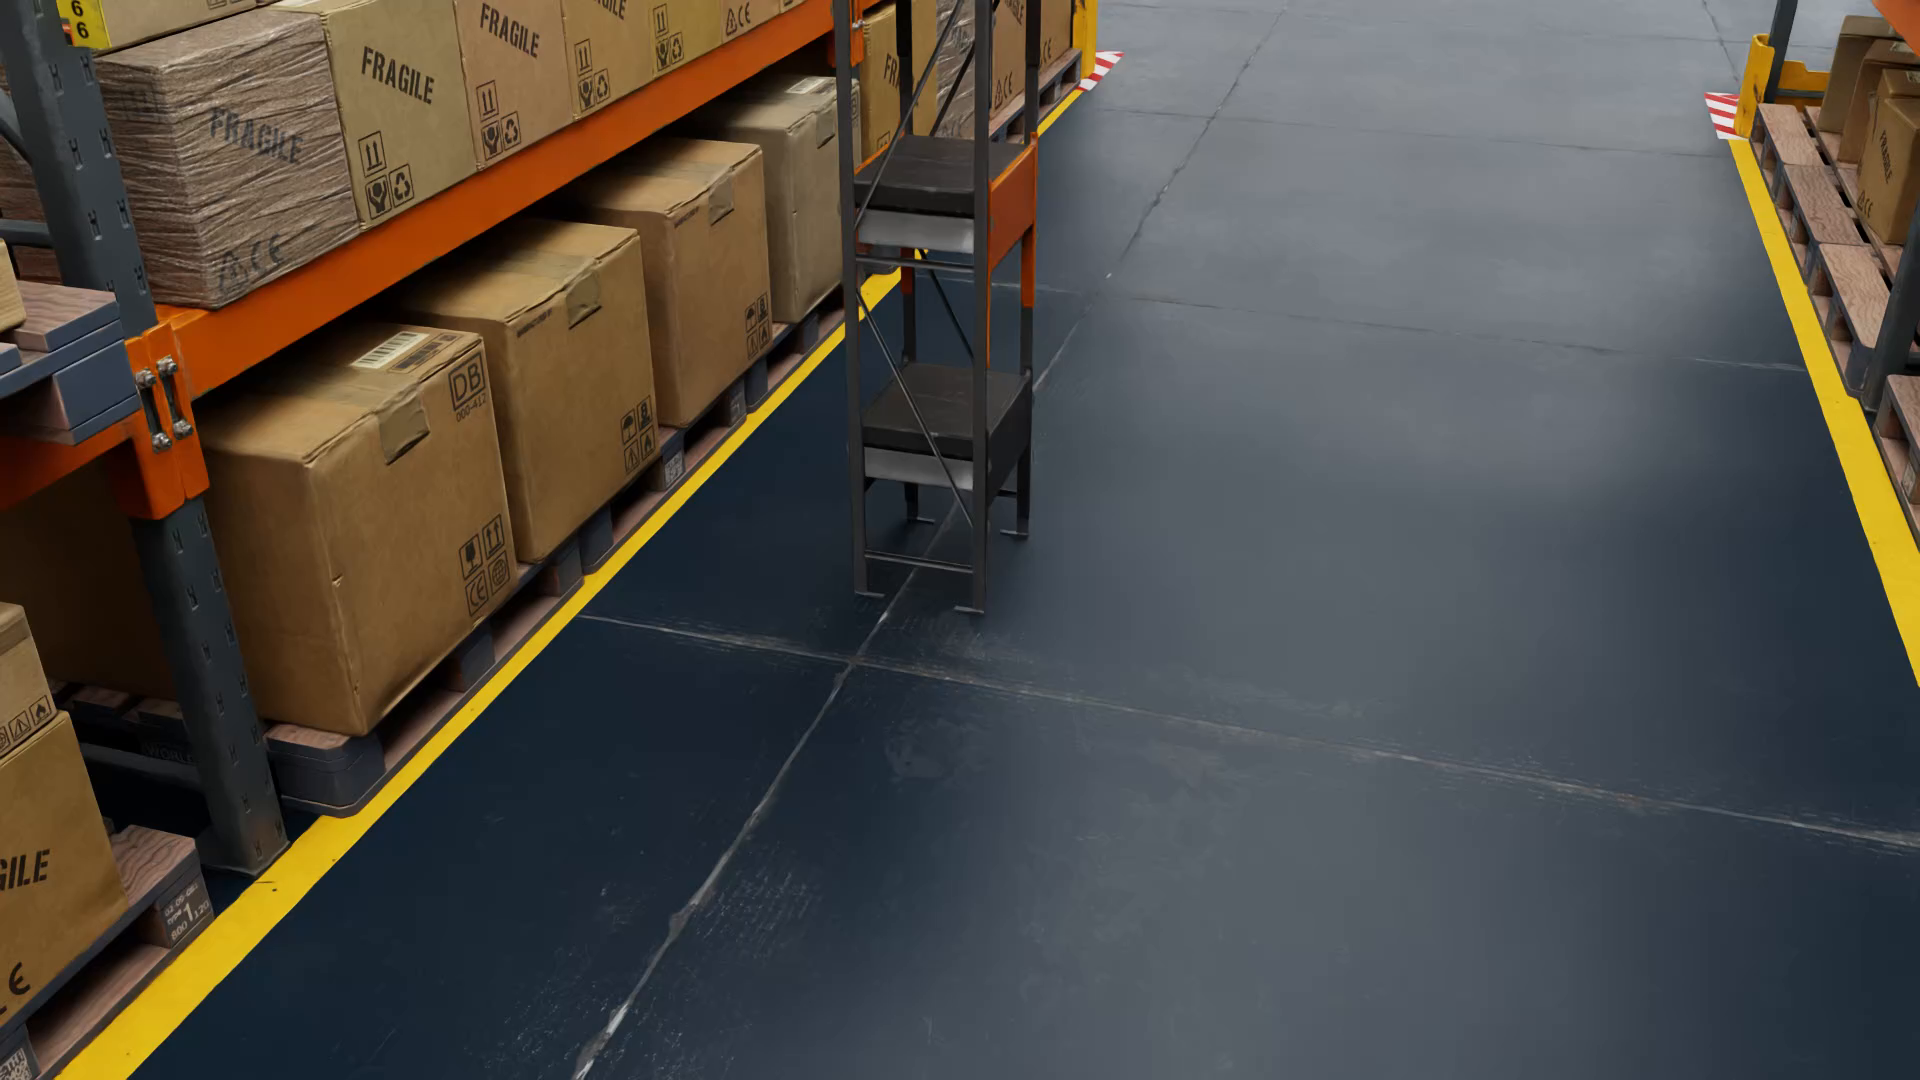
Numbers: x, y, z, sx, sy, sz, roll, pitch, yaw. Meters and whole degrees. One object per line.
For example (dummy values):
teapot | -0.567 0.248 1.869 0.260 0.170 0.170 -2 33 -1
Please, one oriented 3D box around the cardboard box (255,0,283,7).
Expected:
cardboard box | -1.793 -1.549 3.818 0.700 0.500 0.500 8 30 14

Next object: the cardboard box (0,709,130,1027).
cardboard box | -2.025 0.626 3.179 0.500 0.500 0.500 8 30 15

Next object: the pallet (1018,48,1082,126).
pallet | 0.106 -2.743 9.963 1.003 0.211 1.213 8 30 15

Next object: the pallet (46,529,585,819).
pallet | -1.778 0.237 4.607 1.003 0.211 1.213 8 30 15

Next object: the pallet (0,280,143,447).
pallet | -2.189 -0.196 2.714 1.213 0.211 1.003 8 30 15

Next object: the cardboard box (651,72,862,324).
cardboard box | -1.004 -1.384 6.535 1.050 0.750 0.750 8 30 15

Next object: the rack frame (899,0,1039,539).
rack frame | 0.023 -0.954 4.805 0.400 2.100 0.015 8 30 15

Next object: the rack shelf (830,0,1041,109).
rack shelf | -0.049 -1.440 4.268 0.431 0.518 0.480 8 30 15

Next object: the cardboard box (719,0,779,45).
cardboard box | -0.954 -2.013 5.681 0.500 0.500 0.500 8 30 14

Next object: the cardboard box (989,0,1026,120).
cardboard box | -0.126 -2.865 9.069 0.875 0.875 0.875 8 30 14

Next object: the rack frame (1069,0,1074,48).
rack frame | 0.266 -4.344 9.973 1.000 3.000 0.127 8 30 15

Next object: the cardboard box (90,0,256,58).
cardboard box | -1.941 -1.314 3.395 0.700 0.500 0.500 8 30 15

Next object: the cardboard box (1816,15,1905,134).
cardboard box | 4.779 -2.393 8.605 0.500 0.500 0.500 14 32 24

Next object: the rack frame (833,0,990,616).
rack frame | -0.120 -0.727 4.397 0.400 2.100 0.015 8 30 15

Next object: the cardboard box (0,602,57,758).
cardboard box | -2.032 0.310 2.975 0.500 0.250 0.500 8 30 14

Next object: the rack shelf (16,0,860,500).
rack shelf | -1.495 -1.241 5.136 1.077 0.370 4.000 8 30 15

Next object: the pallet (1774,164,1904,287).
pallet | 4.324 -1.398 7.545 1.003 0.211 1.213 8 30 15

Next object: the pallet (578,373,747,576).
pallet | -1.419 -0.328 5.623 1.003 0.211 1.213 8 30 15

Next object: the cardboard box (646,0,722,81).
cardboard box | -1.102 -1.778 5.258 0.500 0.500 0.500 9 30 15

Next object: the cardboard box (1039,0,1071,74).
cardboard box | 0.130 -3.274 9.804 0.875 0.875 0.875 9 30 15

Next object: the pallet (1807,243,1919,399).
pallet | 3.967 -0.829 6.523 1.003 0.211 1.213 8 30 15

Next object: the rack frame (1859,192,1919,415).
rack frame | 3.804 -1.730 5.275 1.000 3.000 0.127 8 30 15

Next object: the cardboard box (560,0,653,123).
cardboard box | -1.249 -1.542 4.834 0.500 0.500 0.500 8 30 14

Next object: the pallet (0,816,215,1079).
pallet | -2.313 0.955 3.315 1.003 0.211 1.213 8 30 15

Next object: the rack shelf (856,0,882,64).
rack shelf | -0.321 -3.100 8.477 1.077 0.370 4.000 8 30 15

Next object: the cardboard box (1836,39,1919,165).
cardboard box | 4.636 -2.110 8.096 0.500 0.500 0.500 17 33 28

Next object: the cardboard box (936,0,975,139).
cardboard box | -0.395 -2.442 8.307 0.875 0.875 0.875 9 30 15

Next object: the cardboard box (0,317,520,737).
cardboard box | -1.817 -0.097 4.220 1.050 0.750 0.750 8 30 14

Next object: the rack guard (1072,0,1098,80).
rack guard | 0.273 -3.263 10.601 1.175 0.500 0.348 8 30 15

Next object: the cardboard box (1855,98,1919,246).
cardboard box | 4.228 -1.569 7.124 0.500 0.500 0.500 6 30 10

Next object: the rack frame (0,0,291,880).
rack frame | -2.082 -0.626 3.290 1.000 3.000 0.127 8 30 15

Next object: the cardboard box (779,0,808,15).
cardboard box | -0.805 -2.248 6.103 0.500 0.500 0.500 8 30 15

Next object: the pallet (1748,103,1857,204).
pallet | 4.684 -1.963 8.561 1.003 0.211 1.213 8 30 15

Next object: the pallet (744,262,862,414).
pallet | -1.062 -0.897 6.646 1.003 0.211 1.213 8 30 15

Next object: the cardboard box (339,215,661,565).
cardboard box | -1.564 -0.503 4.952 1.050 0.750 0.750 9 30 16

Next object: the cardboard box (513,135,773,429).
cardboard box | -1.291 -0.936 5.730 1.050 0.750 0.750 8 30 15

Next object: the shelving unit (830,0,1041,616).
shelving unit | -0.049 -0.841 4.601 0.431 2.100 0.503 8 30 15

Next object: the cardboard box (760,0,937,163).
cardboard box | -0.656 -2.022 7.553 0.875 0.875 0.875 9 30 16

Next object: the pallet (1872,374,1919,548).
pallet | 3.577 -0.150 5.302 1.003 0.211 1.213 8 30 15

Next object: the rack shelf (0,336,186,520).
rack shelf | -2.669 0.618 1.794 1.077 0.370 4.000 8 30 15

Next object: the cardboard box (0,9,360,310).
cardboard box | -1.692 -0.840 3.571 0.500 0.500 0.500 9 30 15

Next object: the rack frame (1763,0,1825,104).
rack frame | 4.978 -3.589 8.616 1.000 3.000 0.127 8 30 15

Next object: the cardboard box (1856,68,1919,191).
cardboard box | 4.434 -1.822 7.578 0.500 0.500 0.500 11 31 20

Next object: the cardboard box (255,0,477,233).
cardboard box | -1.546 -1.077 3.997 0.500 0.500 0.500 8 30 14

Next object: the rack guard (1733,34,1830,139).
rack guard | 4.956 -2.462 9.161 1.175 0.500 0.348 8 30 15

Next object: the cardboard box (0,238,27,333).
cardboard box | -1.787 -0.405 2.719 0.380 0.149 0.250 9 30 16

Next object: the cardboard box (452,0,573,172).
cardboard box | -1.397 -1.311 4.418 0.500 0.500 0.500 8 30 15

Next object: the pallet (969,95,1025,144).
pallet | -0.254 -2.177 8.947 1.003 0.211 1.213 8 30 15

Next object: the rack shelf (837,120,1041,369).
rack shelf | -0.049 -0.829 4.608 0.431 0.518 0.480 8 30 15

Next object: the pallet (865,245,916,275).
pallet | -0.610 -1.609 7.925 1.003 0.211 1.213 8 30 15

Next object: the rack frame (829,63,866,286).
rack frame | -0.908 -2.485 6.632 1.000 3.000 0.127 8 30 15

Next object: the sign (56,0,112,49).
sign | -1.560 -1.024 2.896 0.100 0.325 0.005 8 30 15

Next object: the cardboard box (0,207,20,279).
cardboard box | -2.206 -0.917 3.711 0.500 0.500 0.500 8 30 15

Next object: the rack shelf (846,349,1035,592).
rack shelf | -0.049 -0.217 4.948 0.431 0.518 0.480 8 30 15
